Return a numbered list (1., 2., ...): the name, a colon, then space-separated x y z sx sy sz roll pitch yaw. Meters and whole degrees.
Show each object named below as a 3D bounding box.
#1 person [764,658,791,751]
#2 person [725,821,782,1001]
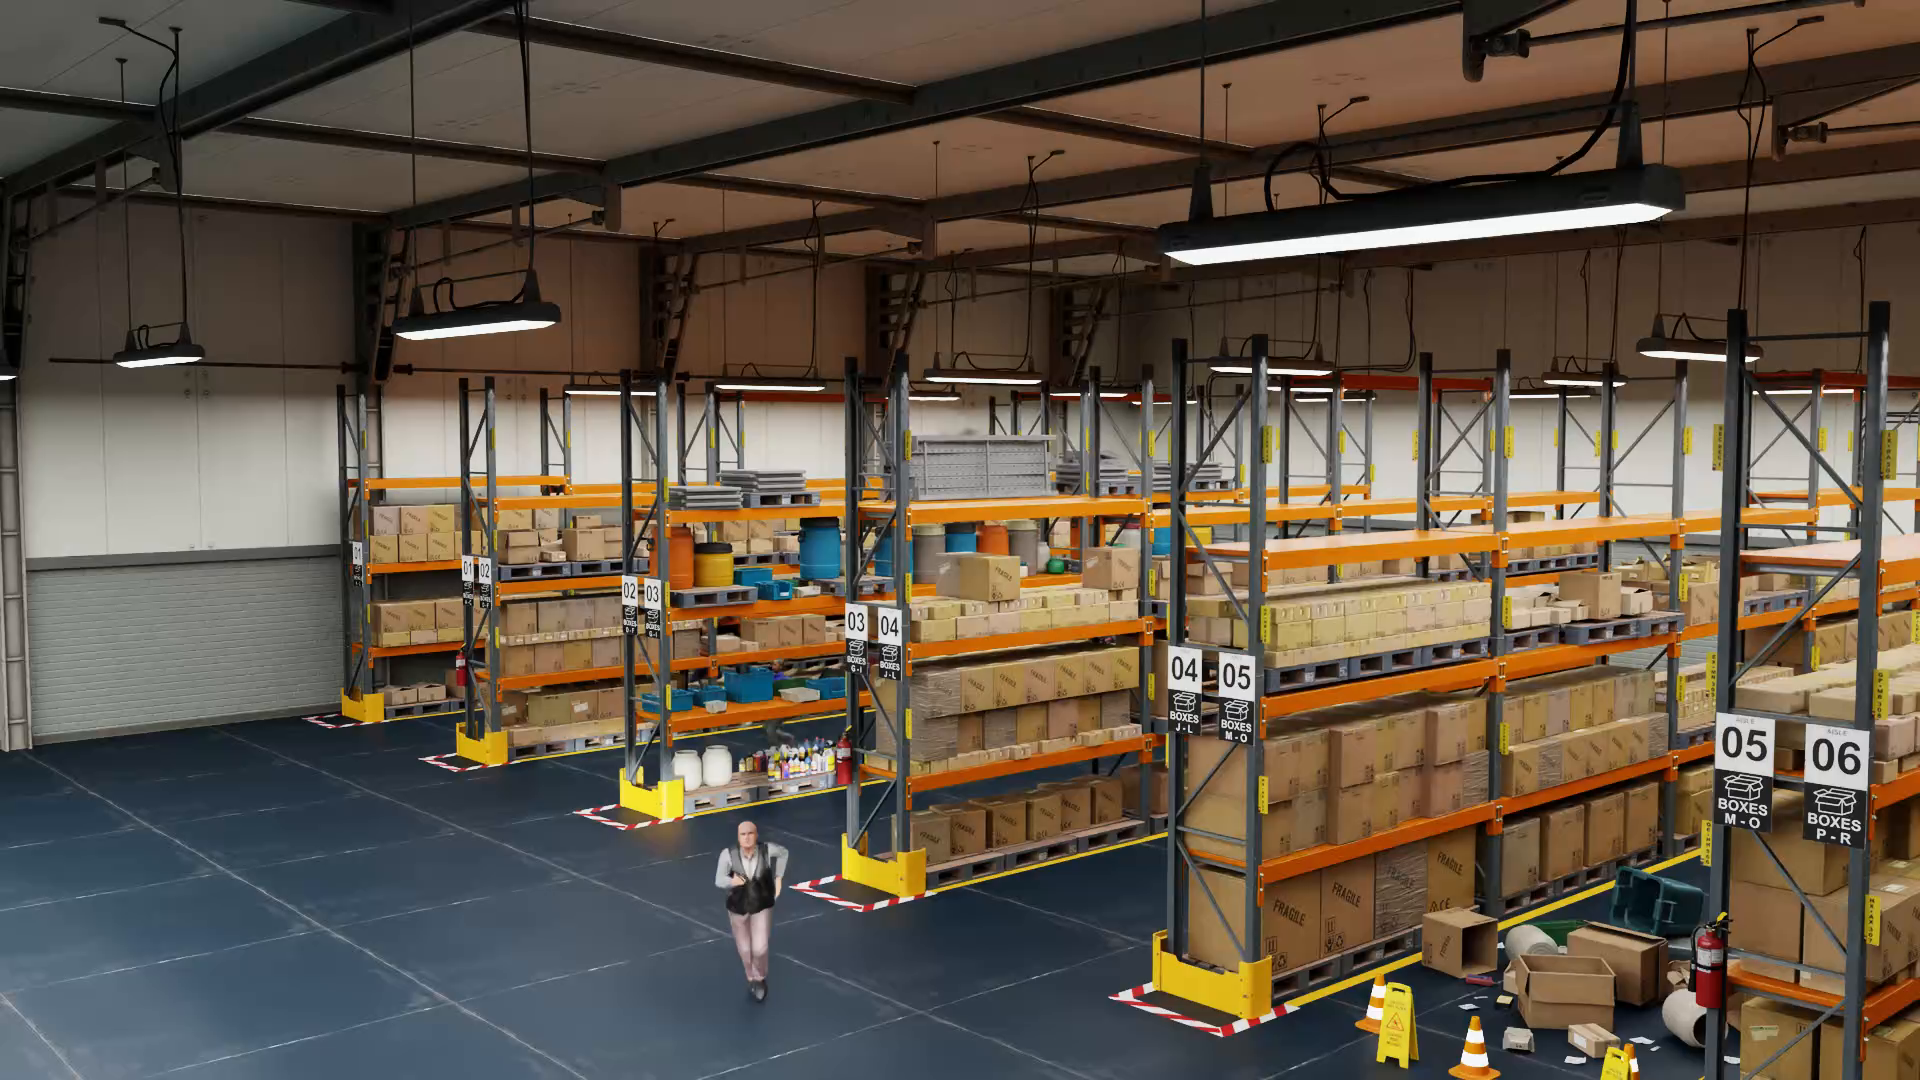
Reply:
1. person: -2.834 2.618 26.036 0.580 1.541 0.578 -3 5 -43
2. person: -1.853 3.325 14.942 0.517 1.666 0.816 0 4 -1
